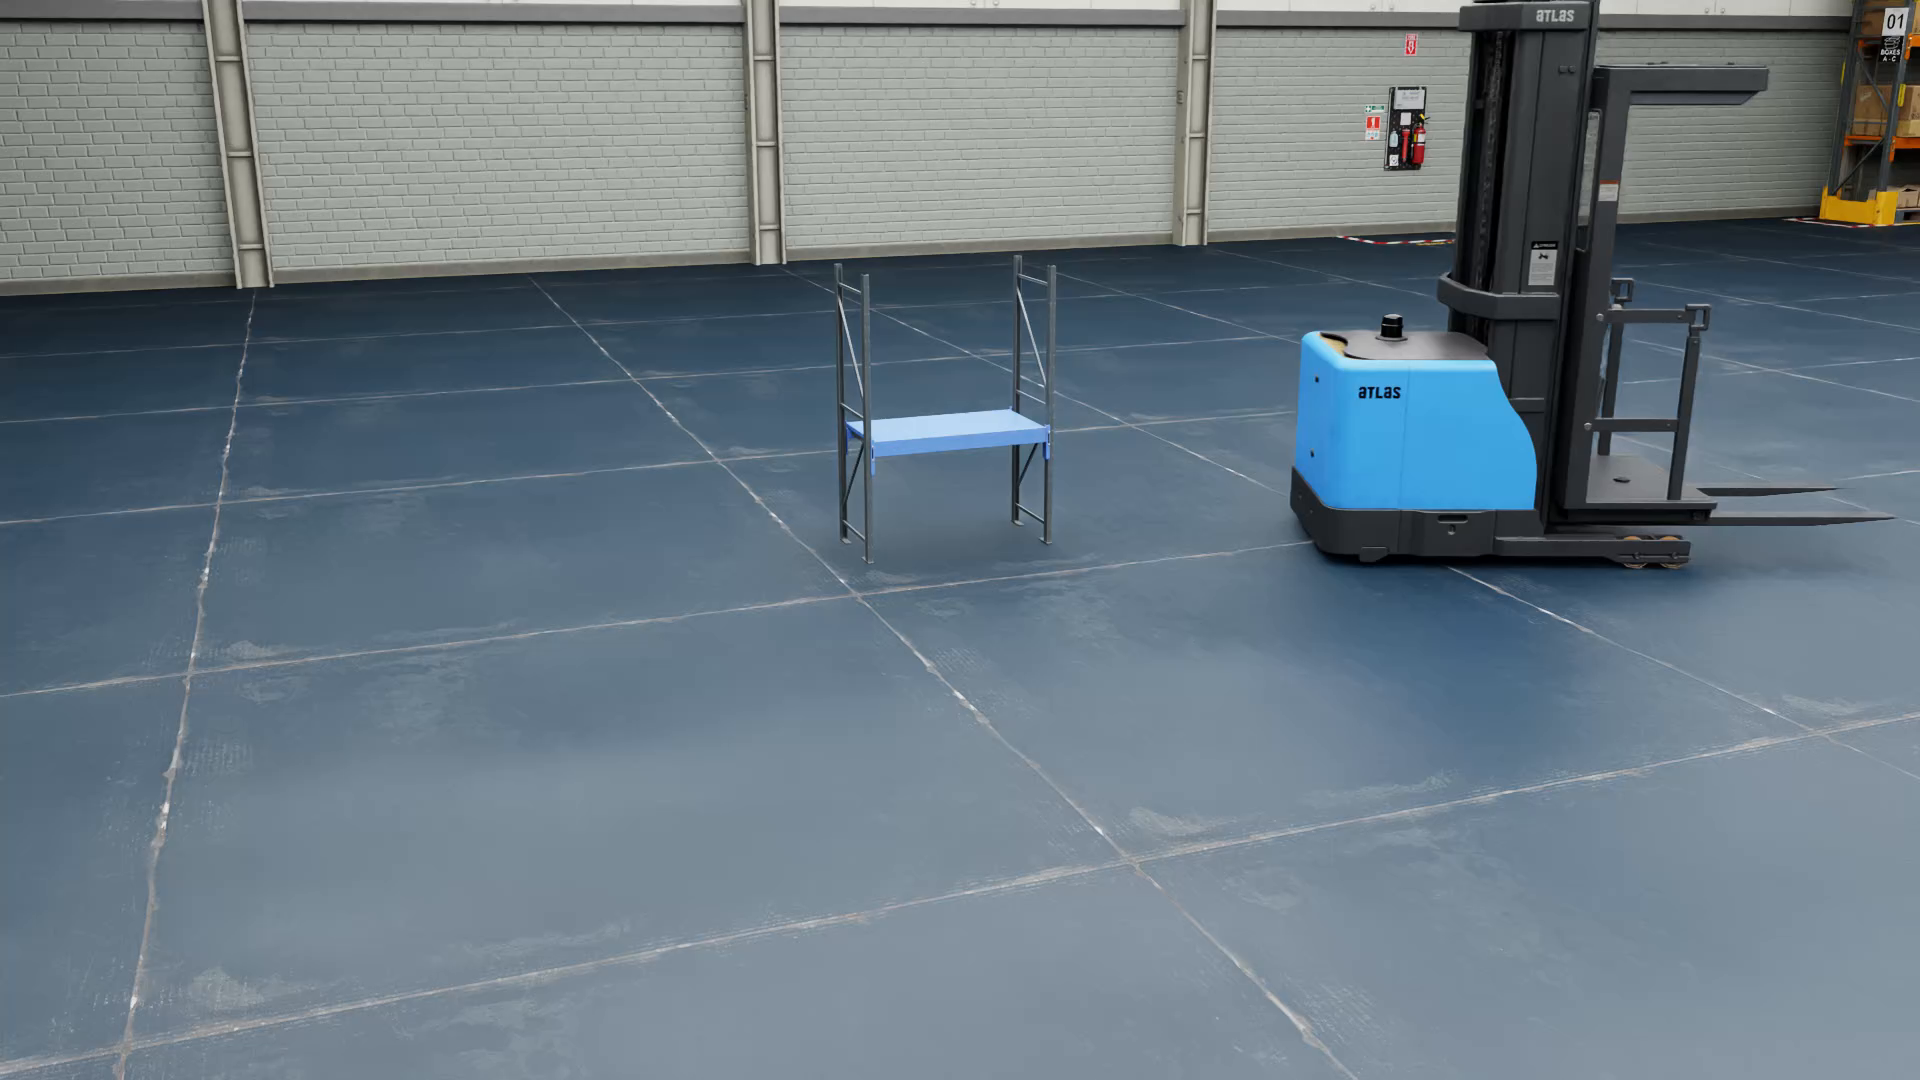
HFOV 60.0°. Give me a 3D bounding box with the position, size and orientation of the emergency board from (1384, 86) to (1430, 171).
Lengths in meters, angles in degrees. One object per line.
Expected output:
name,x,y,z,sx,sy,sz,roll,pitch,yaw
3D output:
emergency board,6.462,-5.909,23.895,0.643,1.169,0.194,-6,17,-20

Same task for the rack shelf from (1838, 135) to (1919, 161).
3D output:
rack shelf,15.909,-6.311,26.542,4.000,0.370,1.077,-6,17,-20

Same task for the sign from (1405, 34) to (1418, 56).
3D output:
sign,6.419,-7.046,23.655,0.199,0.298,0.001,-6,17,-20

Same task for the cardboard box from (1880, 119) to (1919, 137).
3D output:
cardboard box,14.611,-6.358,25.656,0.500,0.250,0.500,-7,18,-22

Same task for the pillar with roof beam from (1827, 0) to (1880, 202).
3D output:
pillar with roof beam,15.926,-8.498,22.067,0.400,9.000,9.100,-6,17,-20

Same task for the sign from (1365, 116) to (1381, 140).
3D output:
sign,5.909,-5.897,23.793,0.234,0.329,0.001,-6,17,-20

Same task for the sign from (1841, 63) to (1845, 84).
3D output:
sign,13.862,-7.310,26.051,0.005,0.325,0.100,-6,17,-20

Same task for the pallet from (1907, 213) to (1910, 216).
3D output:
pallet,16.021,-5.319,26.836,1.213,0.211,1.003,-6,17,-20

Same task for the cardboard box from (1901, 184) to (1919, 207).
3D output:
cardboard box,15.252,-5.479,26.424,0.500,0.311,0.500,-5,17,-15

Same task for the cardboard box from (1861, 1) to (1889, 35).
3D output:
cardboard box,14.341,-8.060,25.685,0.500,0.500,0.500,-5,17,-16

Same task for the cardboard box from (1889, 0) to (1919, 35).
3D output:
cardboard box,14.443,-7.919,25.206,0.500,0.500,0.500,-6,17,-19

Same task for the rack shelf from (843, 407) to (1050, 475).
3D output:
rack shelf,-0.080,-0.538,8.908,1.000,0.185,0.538,-6,17,-20

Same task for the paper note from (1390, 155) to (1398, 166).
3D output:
paper note,6.272,-5.486,24.021,0.142,0.148,0.016,-6,17,-20

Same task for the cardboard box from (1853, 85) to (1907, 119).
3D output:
cardboard box,14.406,-6.855,26.019,0.500,0.500,0.500,-6,18,-21

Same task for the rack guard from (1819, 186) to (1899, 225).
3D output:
rack guard,14.113,-5.263,26.133,0.348,0.500,1.175,-6,17,-20

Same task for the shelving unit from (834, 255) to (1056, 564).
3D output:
shelving unit,-0.080,-0.711,8.858,1.048,1.500,0.538,-6,17,-20

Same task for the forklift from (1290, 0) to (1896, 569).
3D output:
forklift,3.397,-1.408,8.690,3.031,2.935,1.130,0,16,0

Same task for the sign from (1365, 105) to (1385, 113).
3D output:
sign,5.916,-6.150,23.712,0.331,0.109,0.001,-6,17,-20

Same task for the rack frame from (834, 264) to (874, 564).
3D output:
rack frame,-0.554,-0.660,8.683,0.032,1.500,0.500,-6,17,-20

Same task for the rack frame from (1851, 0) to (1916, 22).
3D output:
rack frame,14.042,-9.333,24.909,0.127,3.000,1.000,-6,17,-20

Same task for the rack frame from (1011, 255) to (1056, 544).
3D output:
rack frame,0.395,-0.762,9.032,0.032,1.500,0.500,-6,17,-20

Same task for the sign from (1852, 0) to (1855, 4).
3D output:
sign,13.862,-8.467,25.711,0.005,0.325,0.100,-6,17,-20

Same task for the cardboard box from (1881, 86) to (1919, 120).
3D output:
cardboard box,14.595,-6.721,25.562,0.500,0.500,0.500,-6,17,-20

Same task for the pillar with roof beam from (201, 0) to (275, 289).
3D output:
pillar with roof beam,-6.485,-6.079,13.827,0.400,9.000,9.100,-6,17,-20

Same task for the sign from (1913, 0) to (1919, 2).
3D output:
sign,14.236,-8.170,24.722,0.005,0.325,0.100,-6,17,-20

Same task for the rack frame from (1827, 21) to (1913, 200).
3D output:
rack frame,14.042,-6.455,25.754,0.127,3.000,1.000,-6,17,-20

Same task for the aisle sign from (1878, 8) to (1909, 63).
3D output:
aisle sign,14.082,-7.616,25.095,0.004,0.787,0.394,-6,17,-20

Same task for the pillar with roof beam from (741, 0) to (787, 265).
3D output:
pillar with roof beam,-0.882,-6.684,15.887,0.400,9.000,9.100,-6,17,-20

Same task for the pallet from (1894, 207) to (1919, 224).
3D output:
pallet,14.884,-5.197,26.421,1.213,0.211,1.003,-6,17,-20

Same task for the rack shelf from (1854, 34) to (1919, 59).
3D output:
rack shelf,15.909,-7.750,26.120,4.000,0.370,1.077,-6,17,-20

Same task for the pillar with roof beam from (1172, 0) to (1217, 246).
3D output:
pillar with roof beam,4.721,-7.289,17.947,0.400,9.000,9.100,-6,17,-20

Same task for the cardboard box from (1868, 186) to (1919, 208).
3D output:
cardboard box,14.720,-5.422,26.228,0.500,0.311,0.500,-8,18,-26

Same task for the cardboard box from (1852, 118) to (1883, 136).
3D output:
cardboard box,14.409,-6.490,26.107,0.500,0.250,0.500,-6,17,-19

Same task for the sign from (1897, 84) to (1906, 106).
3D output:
sign,14.236,-6.727,25.146,0.005,0.325,0.100,-6,17,-20
